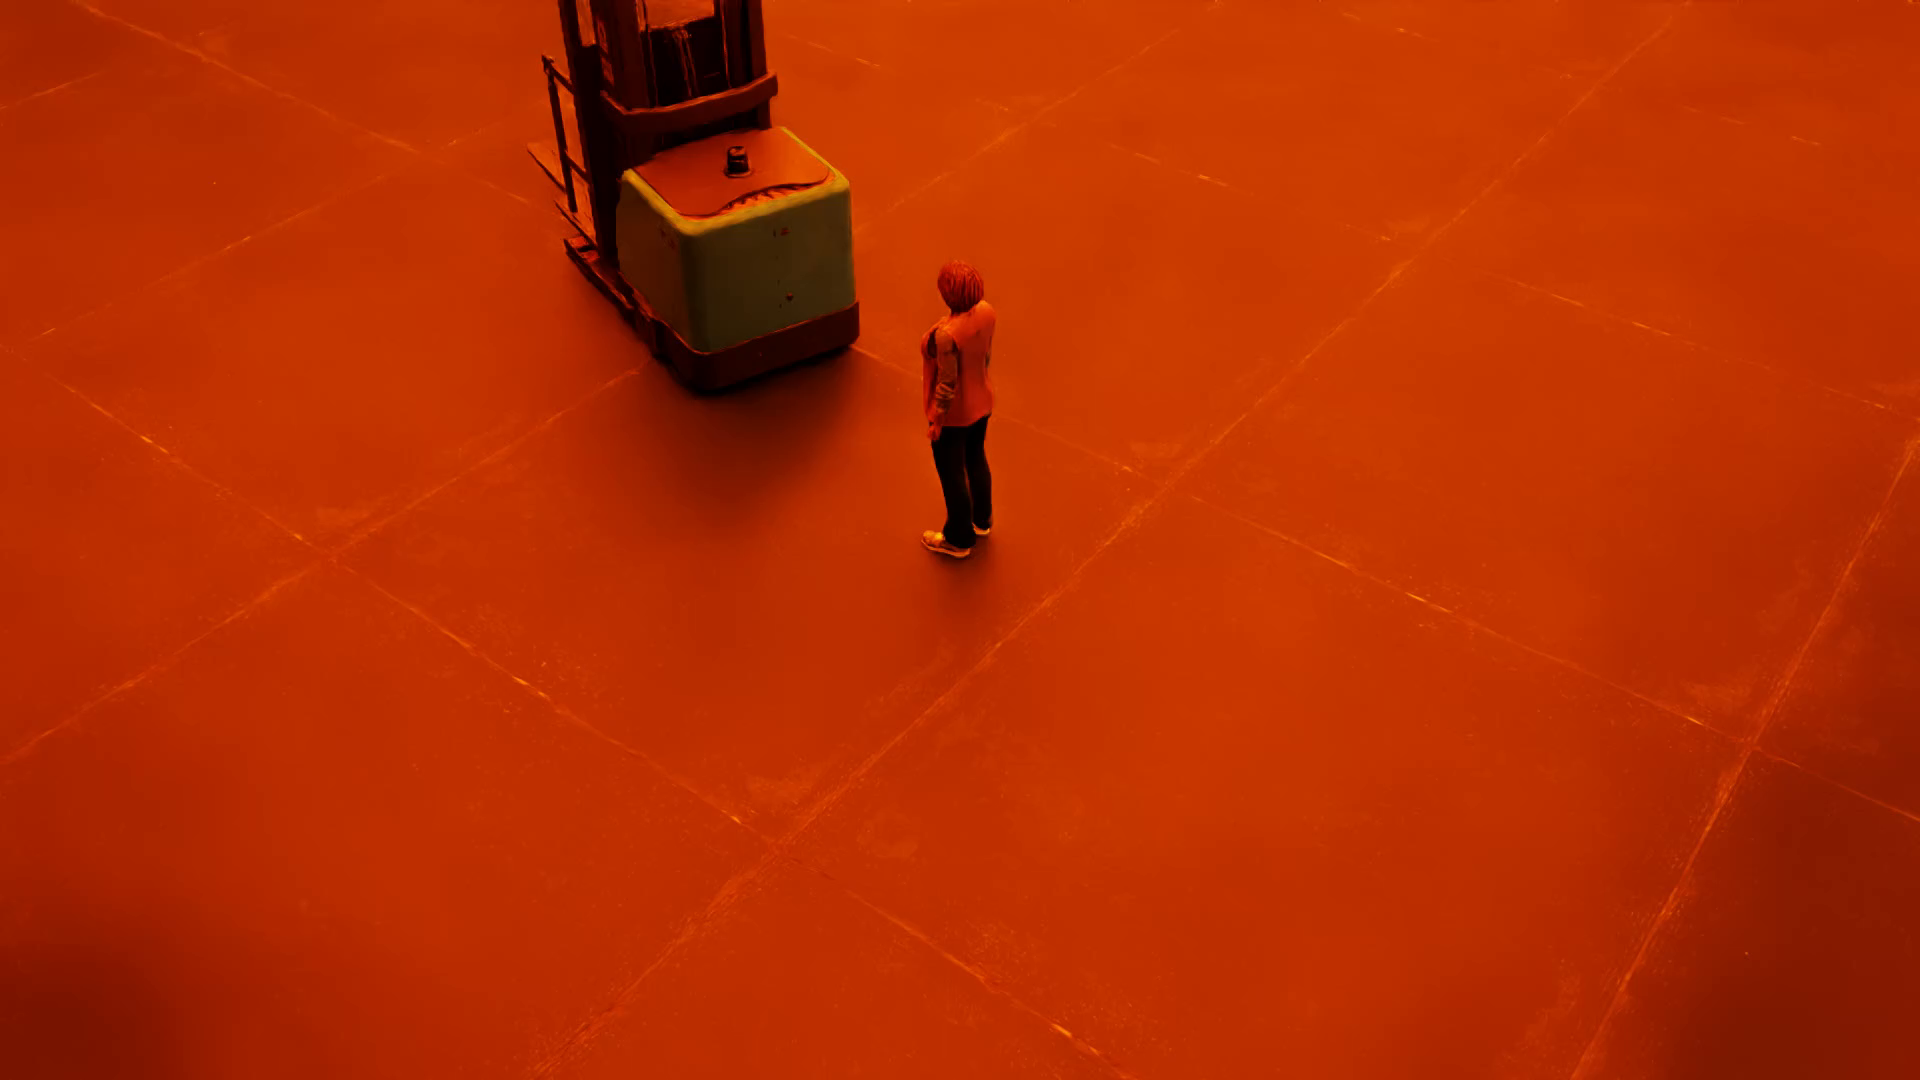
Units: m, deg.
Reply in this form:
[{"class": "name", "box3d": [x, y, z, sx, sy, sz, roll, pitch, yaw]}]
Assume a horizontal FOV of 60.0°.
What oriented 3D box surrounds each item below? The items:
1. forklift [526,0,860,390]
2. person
[{"class": "forklift", "box3d": [-1.796, -2.876, 9.448, 1.130, 2.935, 3.031, -23, 45, -24]}, {"class": "person", "box3d": [-0.007, -0.606, 7.823, 0.311, 1.588, 0.405, 26, 47, 28]}]
